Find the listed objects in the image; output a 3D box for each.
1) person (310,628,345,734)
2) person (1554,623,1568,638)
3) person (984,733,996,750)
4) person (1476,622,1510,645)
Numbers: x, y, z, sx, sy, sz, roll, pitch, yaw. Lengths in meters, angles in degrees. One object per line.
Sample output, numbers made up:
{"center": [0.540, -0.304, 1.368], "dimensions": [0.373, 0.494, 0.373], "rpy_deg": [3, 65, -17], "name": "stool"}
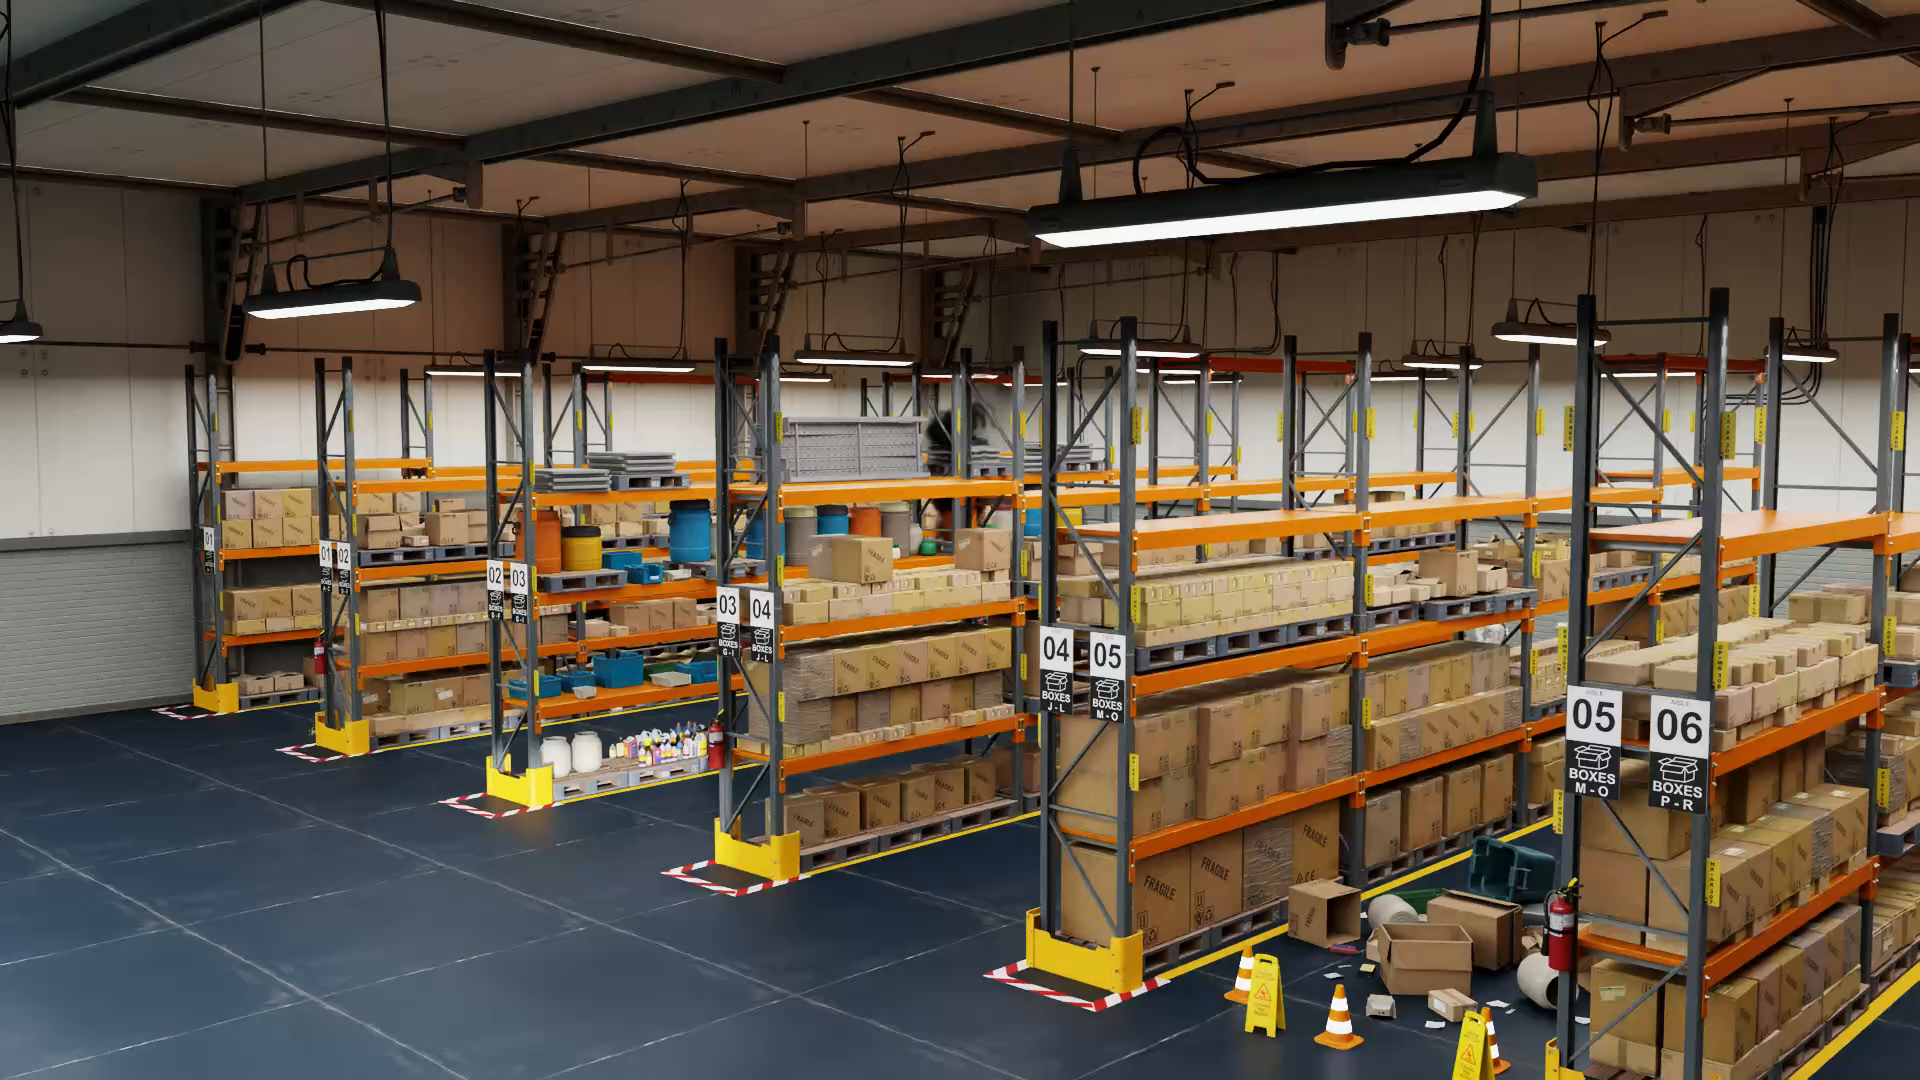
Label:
{"center": [-10.223, 2.240, 26.886], "dimensions": [0.564, 1.653, 0.979], "rpy_deg": [2, 5, 23], "name": "person"}
{"center": [9.620, 2.216, 26.743], "dimensions": [0.991, 1.788, 0.716], "rpy_deg": [-4, 6, -42], "name": "person"}
{"center": [0.679, 2.290, 25.695], "dimensions": [0.656, 1.837, 0.843], "rpy_deg": [3, 5, 33], "name": "person"}
{"center": [9.841, 2.001, 30.618], "dimensions": [0.655, 1.673, 0.602], "rpy_deg": [-1, 4, -13], "name": "person"}
